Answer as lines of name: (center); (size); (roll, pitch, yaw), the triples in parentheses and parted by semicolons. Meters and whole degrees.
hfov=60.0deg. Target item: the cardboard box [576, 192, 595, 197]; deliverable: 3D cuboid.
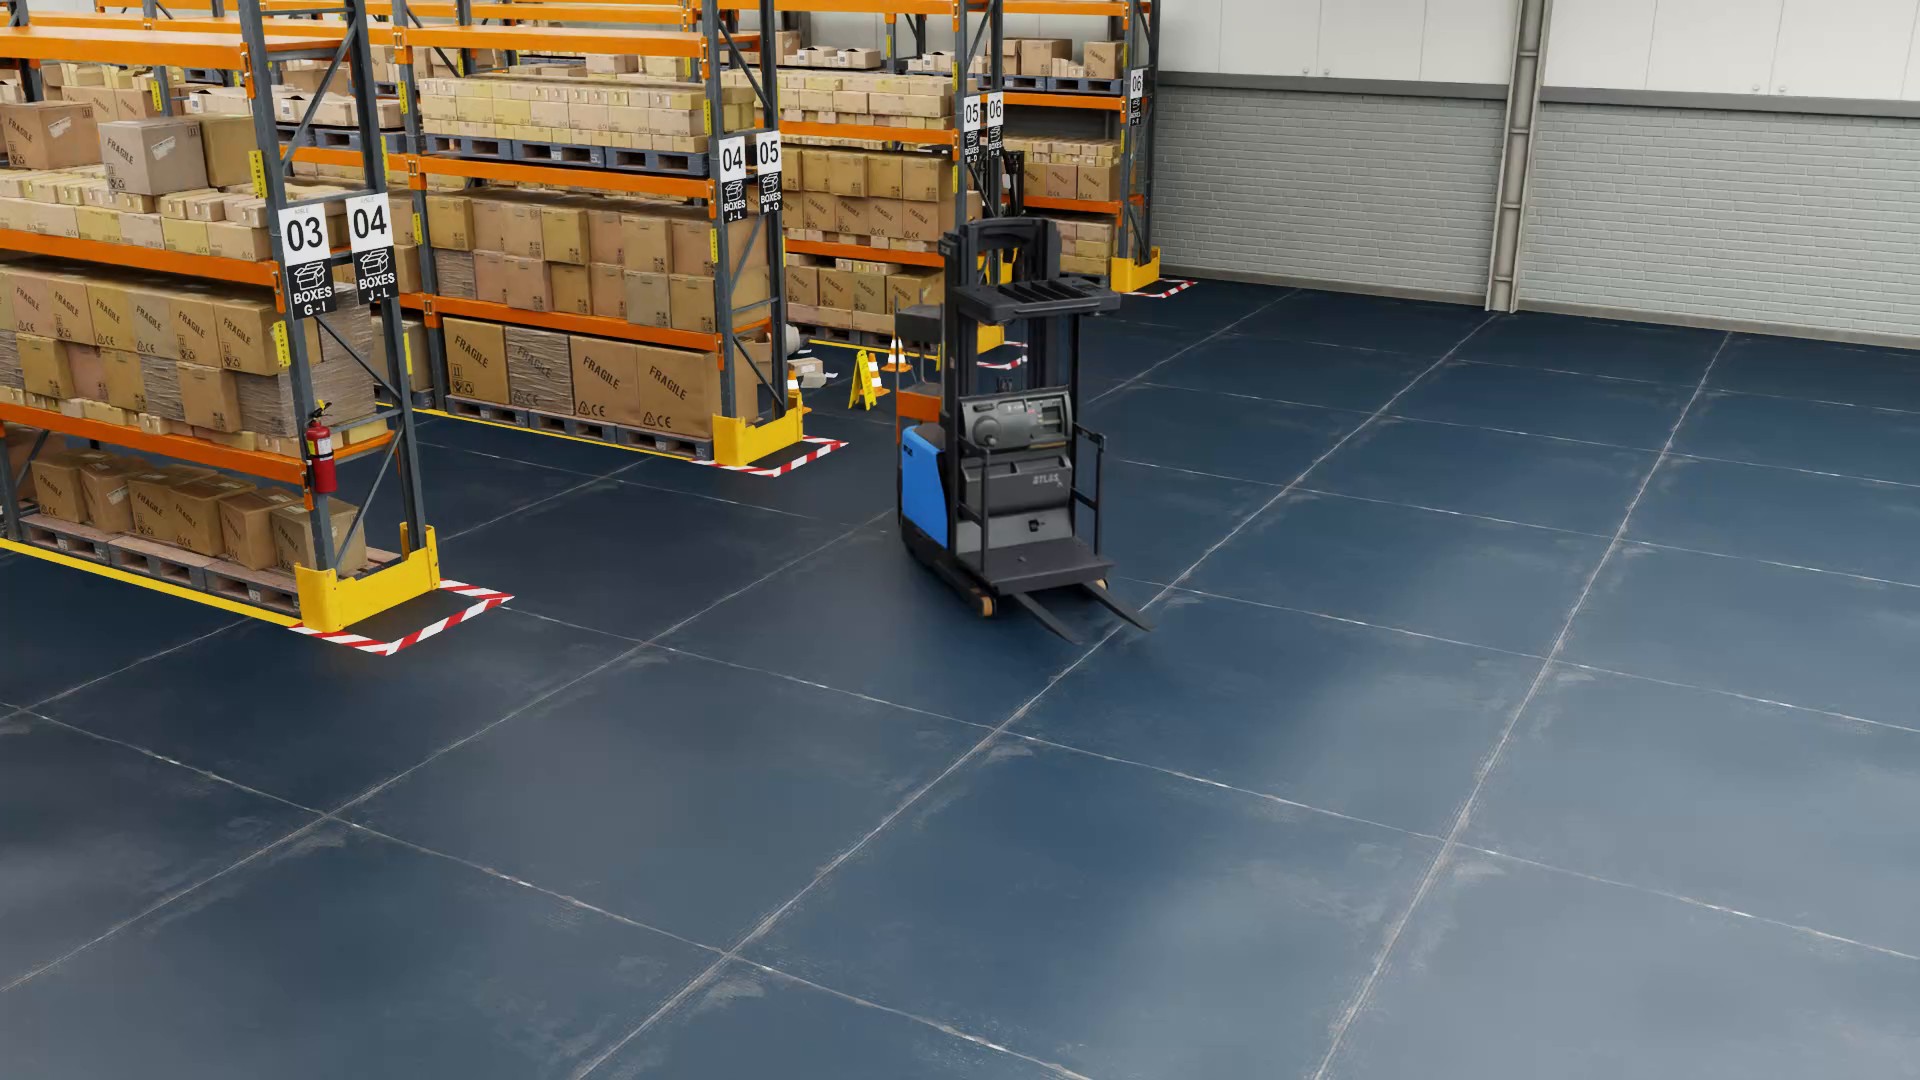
cardboard box: (-5.172, -4.849, 23.383); (0.250, 0.149, 0.380); (12, 23, 29)

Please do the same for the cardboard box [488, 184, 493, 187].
cardboard box: (-7.057, -5.248, 24.951); (0.500, 0.250, 0.500); (10, 22, 26)

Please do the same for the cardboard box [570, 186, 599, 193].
cardboard box: (-5.114, -5.146, 23.252); (0.500, 0.500, 0.500); (10, 22, 25)

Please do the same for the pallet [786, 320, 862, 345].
pallet: (-1.588, -2.882, 22.299); (1.213, 0.211, 1.003); (11, 23, 27)

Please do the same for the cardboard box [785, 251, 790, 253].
cardboard box: (-2.348, -3.757, 21.986); (0.250, 0.149, 0.380); (12, 23, 29)

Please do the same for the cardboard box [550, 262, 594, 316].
cardboard box: (-3.842, -2.751, 17.628); (0.500, 0.550, 0.875); (11, 23, 27)

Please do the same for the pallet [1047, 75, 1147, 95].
pallet: (2.045, -6.804, 24.751); (1.213, 0.211, 1.003); (11, 23, 27)

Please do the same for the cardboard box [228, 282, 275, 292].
cardboard box: (-5.382, -1.796, 13.166); (0.500, 0.500, 0.500); (11, 23, 27)

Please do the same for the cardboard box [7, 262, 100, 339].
cardboard box: (-7.387, -1.970, 13.646); (0.500, 0.500, 0.500); (11, 23, 27)

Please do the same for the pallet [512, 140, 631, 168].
pallet: (-3.816, -4.032, 17.111); (1.213, 0.211, 1.003); (11, 23, 27)

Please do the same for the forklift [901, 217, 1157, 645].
forklift: (0.538, -0.938, 12.951); (1.130, 2.935, 3.031); (-8, 22, -22)

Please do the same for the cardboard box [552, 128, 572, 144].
cardboard box: (-3.881, -4.086, 16.734); (0.250, 0.149, 0.380); (11, 23, 28)

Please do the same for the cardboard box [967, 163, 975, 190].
cardboard box: (0.323, -5.705, 25.845); (0.500, 0.500, 0.500); (11, 22, 27)

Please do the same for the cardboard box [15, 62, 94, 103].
cardboard box: (-11.286, -5.697, 20.803); (0.637, 0.503, 0.797); (10, 22, 27)

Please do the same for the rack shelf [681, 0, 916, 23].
rack shelf: (-2.589, -8.602, 26.821); (4.000, 0.370, 1.077); (11, 23, 27)

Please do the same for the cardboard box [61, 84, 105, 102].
cardboard box: (-10.578, -5.312, 20.361); (0.500, 0.500, 0.500); (11, 23, 27)

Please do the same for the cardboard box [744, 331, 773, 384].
cardboard box: (-2.536, -2.196, 19.980); (0.637, 0.503, 0.797); (-4, 20, -10)

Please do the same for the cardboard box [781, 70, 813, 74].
cardboard box: (-2.139, -6.081, 21.829); (0.250, 0.149, 0.380); (12, 23, 29)

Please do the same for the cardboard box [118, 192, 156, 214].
cardboard box: (-6.128, -2.580, 12.613); (0.250, 0.149, 0.380); (10, 22, 25)

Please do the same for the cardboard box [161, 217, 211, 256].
cardboard box: (-5.583, -2.308, 12.447); (0.500, 0.250, 0.500); (11, 23, 28)

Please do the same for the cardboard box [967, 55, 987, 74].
cardboard box: (0.305, -7.229, 25.229); (0.258, 0.266, 0.396); (10, 22, 26)

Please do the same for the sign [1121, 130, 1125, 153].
sign: (2.372, -5.806, 24.225); (0.005, 0.325, 0.100); (11, 23, 27)

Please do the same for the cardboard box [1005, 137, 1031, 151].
cardboard box: (0.892, -6.052, 25.413); (0.250, 0.149, 0.380); (11, 23, 28)

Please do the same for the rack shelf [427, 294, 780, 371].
rack shelf: (-3.840, -2.336, 17.757); (4.000, 0.370, 1.077); (11, 23, 27)

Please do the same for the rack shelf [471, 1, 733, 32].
rack shelf: (-5.006, -7.123, 22.745); (4.000, 0.370, 1.077); (11, 23, 27)

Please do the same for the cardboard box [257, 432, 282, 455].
cardboard box: (-5.169, -0.791, 12.813); (0.250, 0.149, 0.380); (11, 23, 27)

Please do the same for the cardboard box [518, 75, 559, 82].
cardboard box: (-4.454, -4.826, 17.606); (0.250, 0.149, 0.380); (11, 23, 28)

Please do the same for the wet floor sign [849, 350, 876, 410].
wet floor sign: (-1.103, -1.819, 18.731); (0.232, 0.644, 0.267); (7, 21, 18)

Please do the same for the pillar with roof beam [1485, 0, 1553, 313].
pillar with roof beam: (5.619, -6.235, 18.654); (0.400, 9.000, 9.100); (11, 23, 27)

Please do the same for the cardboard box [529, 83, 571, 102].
cardboard box: (-4.106, -4.503, 16.715); (0.250, 0.149, 0.380); (11, 23, 27)

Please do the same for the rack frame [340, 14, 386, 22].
rack frame: (-11.319, -10.791, 31.214); (0.127, 3.000, 1.000); (11, 23, 27)

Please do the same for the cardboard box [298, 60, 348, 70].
cardboard box: (-9.617, -7.249, 25.086); (0.500, 0.500, 0.500); (10, 22, 26)

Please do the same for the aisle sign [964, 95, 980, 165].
aisle sign: (0.144, -4.957, 20.117); (0.004, 0.787, 0.394); (11, 23, 27)

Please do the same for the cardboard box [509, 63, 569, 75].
cardboard box: (-5.930, -6.458, 23.523); (0.500, 0.500, 0.700); (11, 23, 27)

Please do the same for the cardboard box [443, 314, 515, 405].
cardboard box: (-5.071, -2.079, 18.497); (0.875, 0.875, 0.875); (11, 23, 28)

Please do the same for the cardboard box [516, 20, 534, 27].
cardboard box: (-7.734, -9.022, 29.300); (0.258, 0.266, 0.396); (11, 22, 27)

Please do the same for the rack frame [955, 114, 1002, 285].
rack frame: (0.232, -3.832, 20.827); (0.127, 3.000, 1.000); (11, 23, 27)

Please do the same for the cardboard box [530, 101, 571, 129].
cardboard box: (-3.972, -4.314, 16.780); (0.500, 0.250, 0.500); (11, 23, 28)

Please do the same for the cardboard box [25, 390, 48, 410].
cardboard box: (-7.609, -1.224, 14.008); (0.250, 0.149, 0.380); (11, 23, 27)

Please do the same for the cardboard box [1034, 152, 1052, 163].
cardboard box: (1.309, -5.806, 25.172); (0.250, 0.149, 0.380); (10, 22, 26)

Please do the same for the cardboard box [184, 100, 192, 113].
cardboard box: (-8.865, -5.105, 19.544); (0.250, 0.149, 0.380); (10, 22, 25)

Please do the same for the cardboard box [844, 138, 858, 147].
cardboard box: (-1.671, -6.412, 26.841); (0.250, 0.149, 0.380); (11, 23, 27)

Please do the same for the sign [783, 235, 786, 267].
sign: (-1.818, -2.950, 17.009); (0.005, 0.325, 0.100); (11, 23, 27)

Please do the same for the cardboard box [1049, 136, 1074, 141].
cardboard box: (1.560, -6.096, 25.536); (0.250, 0.149, 0.380); (12, 23, 29)

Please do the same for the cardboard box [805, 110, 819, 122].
cardboard box: (-1.760, -5.407, 21.139); (0.250, 0.149, 0.380); (11, 23, 28)

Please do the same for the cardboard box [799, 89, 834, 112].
cardboard box: (-1.682, -5.568, 20.999); (0.500, 0.250, 0.500); (11, 23, 28)

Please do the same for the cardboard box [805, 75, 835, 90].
cardboard box: (-1.747, -5.780, 20.999); (0.250, 0.149, 0.380); (11, 23, 28)

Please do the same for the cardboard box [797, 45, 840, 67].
cardboard box: (-2.264, -7.763, 26.635); (0.500, 0.311, 0.500); (10, 22, 25)

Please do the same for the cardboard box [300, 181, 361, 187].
cardboard box: (-7.354, -3.858, 19.286); (0.500, 0.500, 0.700); (11, 22, 27)

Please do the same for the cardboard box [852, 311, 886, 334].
cardboard box: (-1.054, -2.879, 21.618); (0.500, 0.250, 0.500); (11, 23, 27)

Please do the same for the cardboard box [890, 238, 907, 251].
cardboard box: (-0.688, -3.770, 21.026); (0.250, 0.149, 0.380); (10, 22, 26)

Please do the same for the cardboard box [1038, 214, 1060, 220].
cardboard box: (1.201, -4.833, 25.536); (0.500, 0.250, 0.500); (11, 23, 28)

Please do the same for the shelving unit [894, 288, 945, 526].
shelving unit: (-0.246, -1.122, 14.676); (0.503, 2.100, 0.431); (13, 24, 32)
